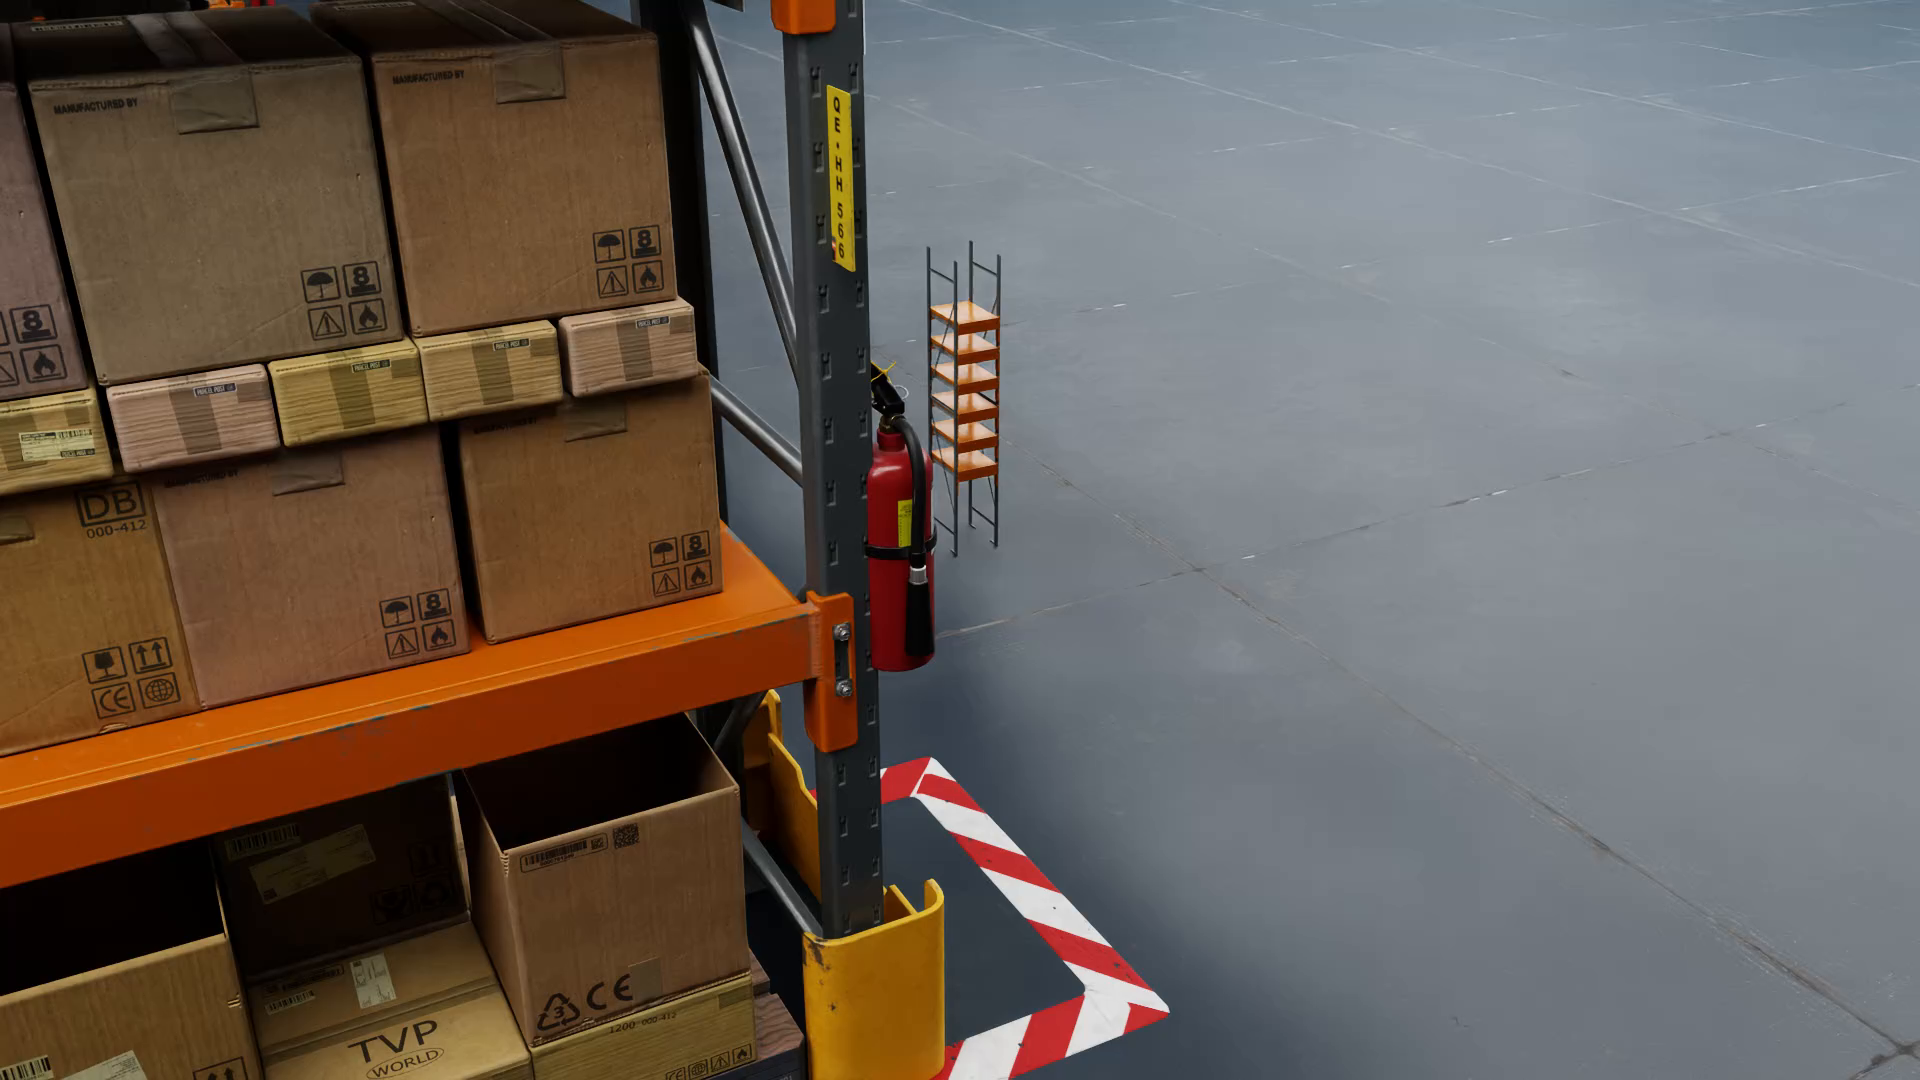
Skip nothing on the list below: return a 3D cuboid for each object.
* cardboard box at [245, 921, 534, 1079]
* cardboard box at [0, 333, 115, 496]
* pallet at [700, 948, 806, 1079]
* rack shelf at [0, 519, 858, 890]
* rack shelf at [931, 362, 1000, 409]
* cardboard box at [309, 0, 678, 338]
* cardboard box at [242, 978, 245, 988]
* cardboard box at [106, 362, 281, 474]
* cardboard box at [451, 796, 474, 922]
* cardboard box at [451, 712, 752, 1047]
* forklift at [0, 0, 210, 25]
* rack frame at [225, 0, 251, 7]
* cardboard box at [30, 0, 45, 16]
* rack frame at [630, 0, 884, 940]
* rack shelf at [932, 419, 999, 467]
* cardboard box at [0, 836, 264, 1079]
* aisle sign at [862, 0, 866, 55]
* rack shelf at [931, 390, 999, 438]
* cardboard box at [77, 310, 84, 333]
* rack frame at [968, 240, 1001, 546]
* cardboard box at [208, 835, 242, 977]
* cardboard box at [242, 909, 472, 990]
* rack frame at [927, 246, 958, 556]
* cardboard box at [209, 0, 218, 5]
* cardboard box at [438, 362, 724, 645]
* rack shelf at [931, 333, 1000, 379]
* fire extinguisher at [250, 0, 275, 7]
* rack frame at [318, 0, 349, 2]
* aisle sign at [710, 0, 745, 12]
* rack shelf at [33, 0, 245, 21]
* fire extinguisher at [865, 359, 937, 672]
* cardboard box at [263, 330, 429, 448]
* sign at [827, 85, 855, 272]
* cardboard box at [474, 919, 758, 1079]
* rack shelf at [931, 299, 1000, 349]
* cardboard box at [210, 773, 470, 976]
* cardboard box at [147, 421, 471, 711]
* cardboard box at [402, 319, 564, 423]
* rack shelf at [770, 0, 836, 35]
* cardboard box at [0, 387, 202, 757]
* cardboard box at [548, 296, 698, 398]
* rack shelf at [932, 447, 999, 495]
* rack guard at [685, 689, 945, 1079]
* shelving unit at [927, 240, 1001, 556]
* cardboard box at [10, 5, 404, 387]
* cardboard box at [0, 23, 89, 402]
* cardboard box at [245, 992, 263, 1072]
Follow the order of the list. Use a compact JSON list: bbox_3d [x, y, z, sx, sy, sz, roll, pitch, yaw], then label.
[{"bbox_3d":[-1.232,1.136,3.609,0.500,0.250,0.500,-13,29,-25],"label":"cardboard box"},{"bbox_3d":[-1.620,-0.219,2.876,0.250,0.149,0.380,-12,28,-24],"label":"cardboard box"},{"bbox_3d":[-1.117,1.187,4.035,1.213,0.211,1.003,-13,29,-25],"label":"pallet"},{"bbox_3d":[-2.227,0.489,3.096,4.000,0.370,1.077,-13,29,-25],"label":"rack shelf"},{"bbox_3d":[0.013,-0.612,6.464,0.180,0.103,0.258,-13,29,-25],"label":"rack shelf"},{"bbox_3d":[-0.927,-0.771,3.276,0.500,0.500,0.700,-13,29,-25],"label":"cardboard box"},{"bbox_3d":[-1.921,1.037,3.816,0.500,0.250,0.500,-13,29,-25],"label":"cardboard box"},{"bbox_3d":[-1.389,-0.273,2.987,0.250,0.149,0.380,-13,28,-24],"label":"cardboard box"},{"bbox_3d":[-1.040,0.832,4.243,0.500,0.250,0.500,-13,29,-25],"label":"cardboard box"},{"bbox_3d":[-0.795,0.693,3.667,0.500,0.500,0.500,-13,29,-25],"label":"cardboard box"},{"bbox_3d":[-3.024,-0.907,5.253,3.031,2.935,1.130,-9,27,-17],"label":"forklift"},{"bbox_3d":[-5.121,-4.026,11.670,0.127,3.000,1.000,-13,29,-25],"label":"rack frame"},{"bbox_3d":[-6.160,-3.575,11.020,0.250,0.149,0.380,-13,29,-25],"label":"cardboard box"},{"bbox_3d":[-0.462,-0.242,3.789,0.127,3.000,1.000,-13,29,-25],"label":"rack frame"},{"bbox_3d":[0.013,-0.396,6.568,0.180,0.103,0.258,-13,29,-25],"label":"rack shelf"},{"bbox_3d":[-1.671,0.902,3.231,0.500,0.500,0.500,-13,29,-25],"label":"cardboard box"},{"bbox_3d":[-0.266,-1.315,3.020,0.004,0.787,0.394,-13,29,-25],"label":"aisle sign"},{"bbox_3d":[0.013,-0.504,6.516,0.180,0.103,0.258,-13,29,-25],"label":"rack shelf"},{"bbox_3d":[-1.820,-0.371,3.192,0.250,0.149,0.380,-14,29,-27],"label":"cardboard box"},{"bbox_3d":[0.093,-0.562,6.535,0.006,1.200,0.240,-13,29,-25],"label":"rack frame"},{"bbox_3d":[-1.916,0.704,3.644,0.500,0.500,0.500,-13,29,-25],"label":"cardboard box"},{"bbox_3d":[-1.480,0.936,4.028,0.500,0.250,0.500,-13,29,-25],"label":"cardboard box"},{"bbox_3d":[-0.068,-0.525,6.458,0.006,1.200,0.240,-13,29,-25],"label":"rack frame"},{"bbox_3d":[-5.275,-3.776,11.440,0.250,0.149,0.380,-13,29,-25],"label":"cardboard box"},{"bbox_3d":[-0.880,-0.197,3.579,0.500,0.500,0.700,-13,29,-25],"label":"cardboard box"},{"bbox_3d":[0.013,-0.720,6.412,0.180,0.103,0.258,-13,29,-25],"label":"rack shelf"},{"bbox_3d":[-4.803,-3.839,11.369,0.183,0.674,0.296,-13,29,-25],"label":"fire extinguisher"},{"bbox_3d":[-2.790,-2.135,7.730,0.127,3.000,1.000,-13,29,-25],"label":"rack frame"},{"bbox_3d":[-0.548,-1.544,3.498,0.004,0.787,0.394,-13,29,-25],"label":"aisle sign"},{"bbox_3d":[-6.885,-3.295,10.978,4.000,0.370,1.077,-13,29,-25],"label":"rack shelf"},{"bbox_3d":[-0.139,-0.054,3.486,0.183,0.674,0.296,-13,29,-25],"label":"fire extinguisher"},{"bbox_3d":[-1.166,-0.323,3.092,0.250,0.149,0.380,-13,29,-26],"label":"cardboard box"},{"bbox_3d":[-0.219,-0.661,3.049,0.005,0.325,0.100,-13,29,-25],"label":"sign"},{"bbox_3d":[-0.796,1.030,3.831,0.500,0.250,0.500,-13,29,-25],"label":"cardboard box"},{"bbox_3d":[0.013,-0.828,6.360,0.180,0.103,0.258,-13,29,-25],"label":"rack shelf"},{"bbox_3d":[-1.480,0.597,3.867,0.500,0.500,0.500,-13,29,-25],"label":"cardboard box"},{"bbox_3d":[-1.341,-0.088,3.353,0.500,0.500,0.700,-12,28,-24],"label":"cardboard box"},{"bbox_3d":[-0.940,-0.375,3.201,0.250,0.149,0.380,-12,28,-24],"label":"cardboard box"},{"bbox_3d":[-2.227,-0.863,2.447,4.000,0.370,1.077,-13,29,-25],"label":"rack shelf"},{"bbox_3d":[-1.782,0.011,3.147,0.500,0.500,0.700,-13,28,-25],"label":"cardboard box"},{"bbox_3d":[-0.710,-0.429,3.313,0.250,0.149,0.380,-14,29,-26],"label":"cardboard box"},{"bbox_3d":[0.013,-0.287,6.620,0.180,0.103,0.258,-13,29,-25],"label":"rack shelf"},{"bbox_3d":[-0.441,0.880,4.340,0.348,0.500,1.175,-13,29,-25],"label":"rack guard"},{"bbox_3d":[0.013,-0.544,6.496,0.189,1.200,0.258,-13,29,-25],"label":"shelving unit"},{"bbox_3d":[-1.388,-0.662,3.049,0.500,0.500,0.700,-14,29,-26],"label":"cardboard box"},{"bbox_3d":[-1.833,-0.559,2.834,0.500,0.500,0.700,-13,28,-25],"label":"cardboard box"},{"bbox_3d":[-1.672,1.239,3.395,0.500,0.250,0.500,-13,29,-25],"label":"cardboard box"}]
